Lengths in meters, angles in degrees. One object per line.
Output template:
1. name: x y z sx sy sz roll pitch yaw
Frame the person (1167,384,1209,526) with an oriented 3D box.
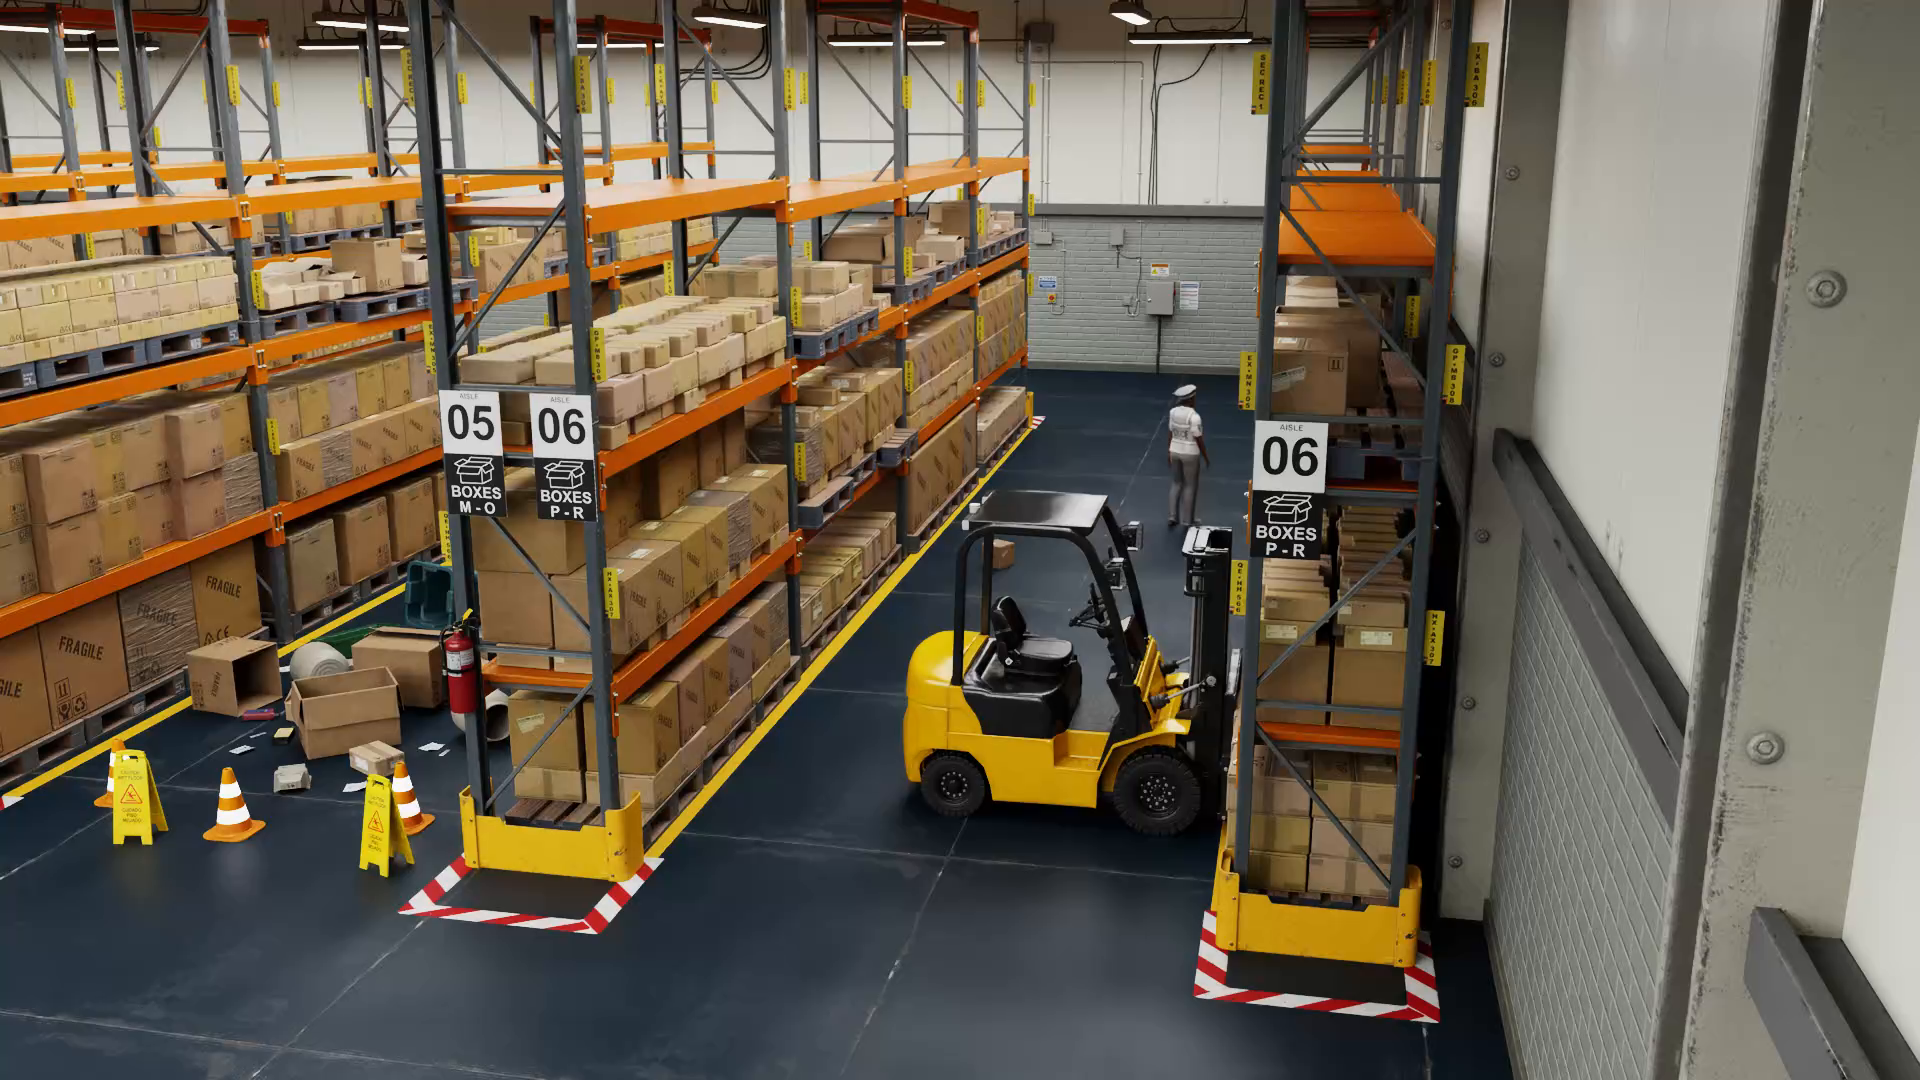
1. person: 2.687 -0.978 19.660 0.412 1.746 0.499 -13 20 -40
